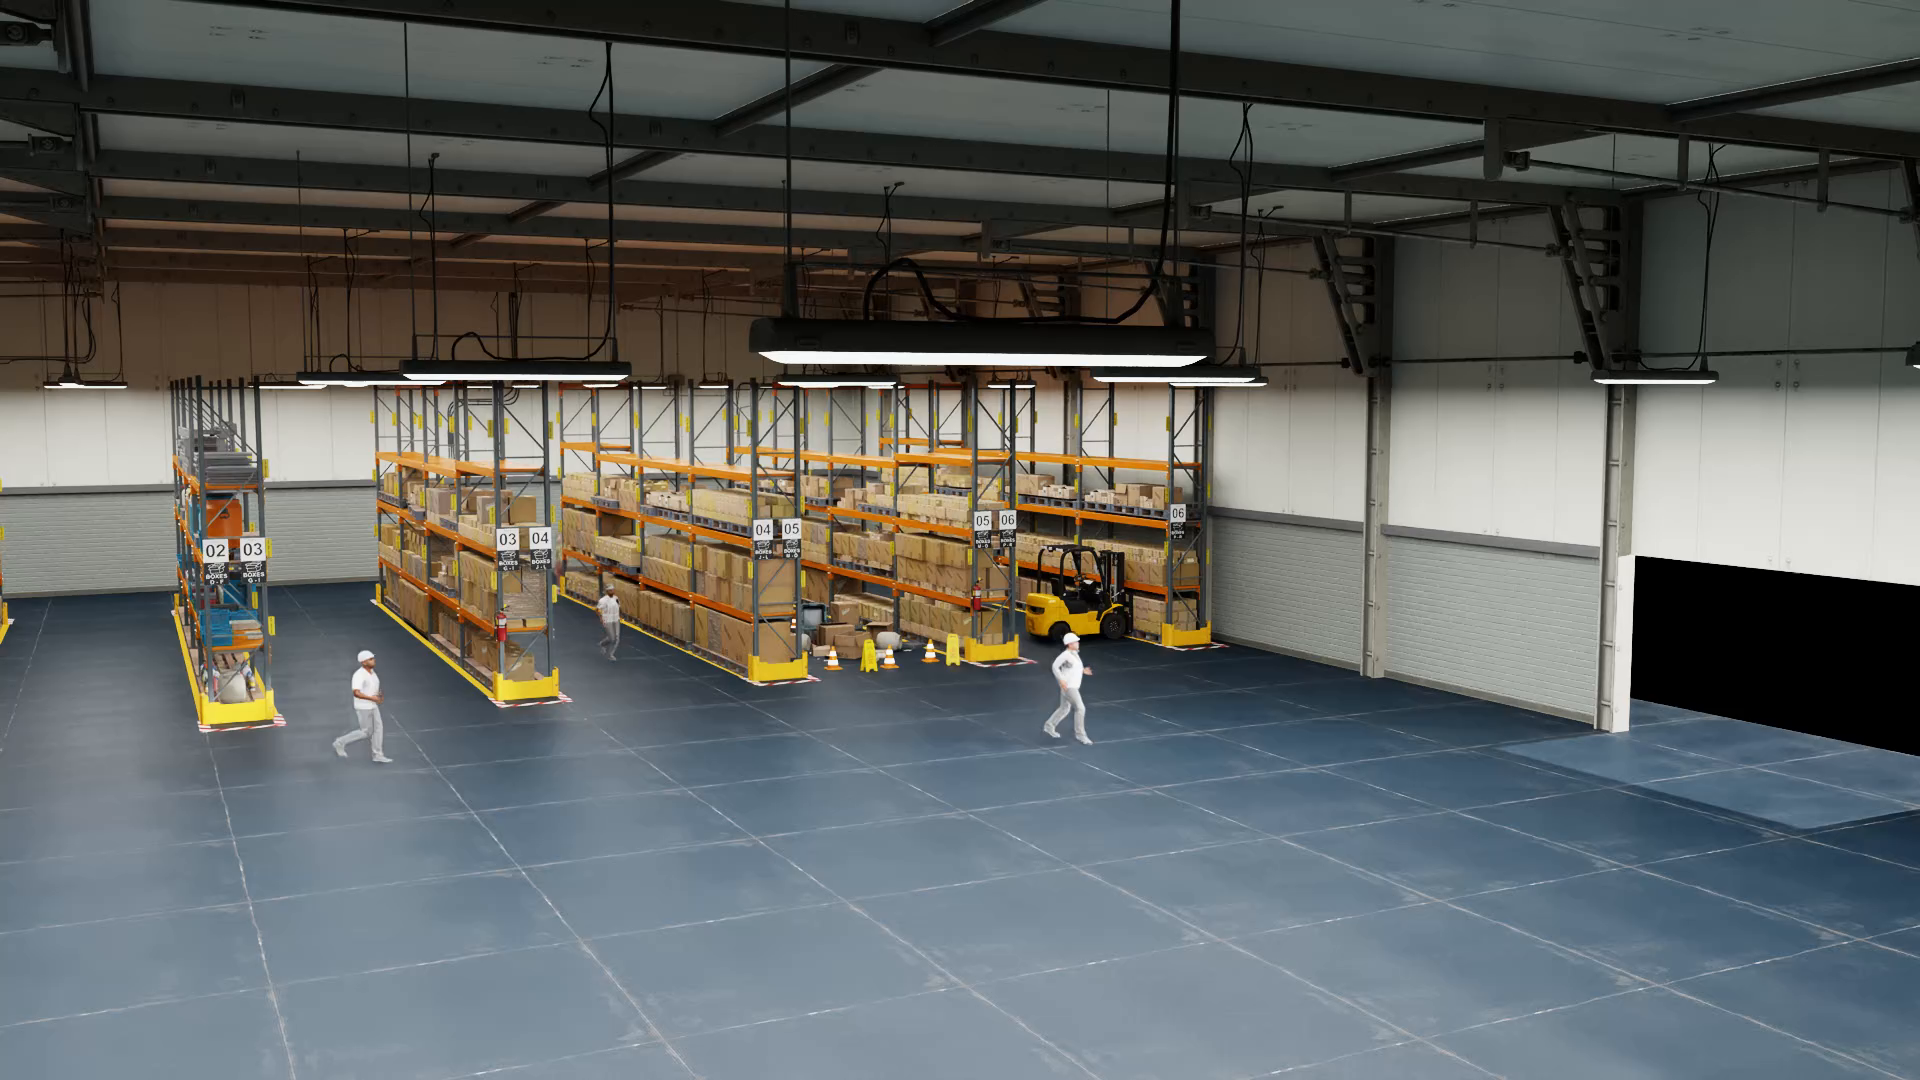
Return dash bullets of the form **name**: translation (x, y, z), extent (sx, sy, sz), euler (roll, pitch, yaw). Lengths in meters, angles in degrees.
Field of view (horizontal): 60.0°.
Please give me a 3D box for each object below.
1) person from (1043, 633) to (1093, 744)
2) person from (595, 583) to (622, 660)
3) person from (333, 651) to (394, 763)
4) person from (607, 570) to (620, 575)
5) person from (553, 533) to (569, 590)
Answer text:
- **person**: translation (1.775, 2.419, 27.216), extent (0.835, 1.809, 0.649), euler (1, 5, 10)
- **person**: translation (-7.447, 1.749, 35.510), extent (0.574, 1.653, 0.558), euler (-5, 7, -43)
- **person**: translation (-9.209, 2.581, 25.661), extent (0.862, 1.760, 0.692), euler (0, 5, -3)
- **person**: translation (-10.151, 0.548, 48.856), extent (0.571, 1.695, 0.743), euler (3, 6, 27)
- **person**: translation (-11.558, 0.618, 48.399), extent (0.558, 1.641, 0.613), euler (-3, 6, -29)
